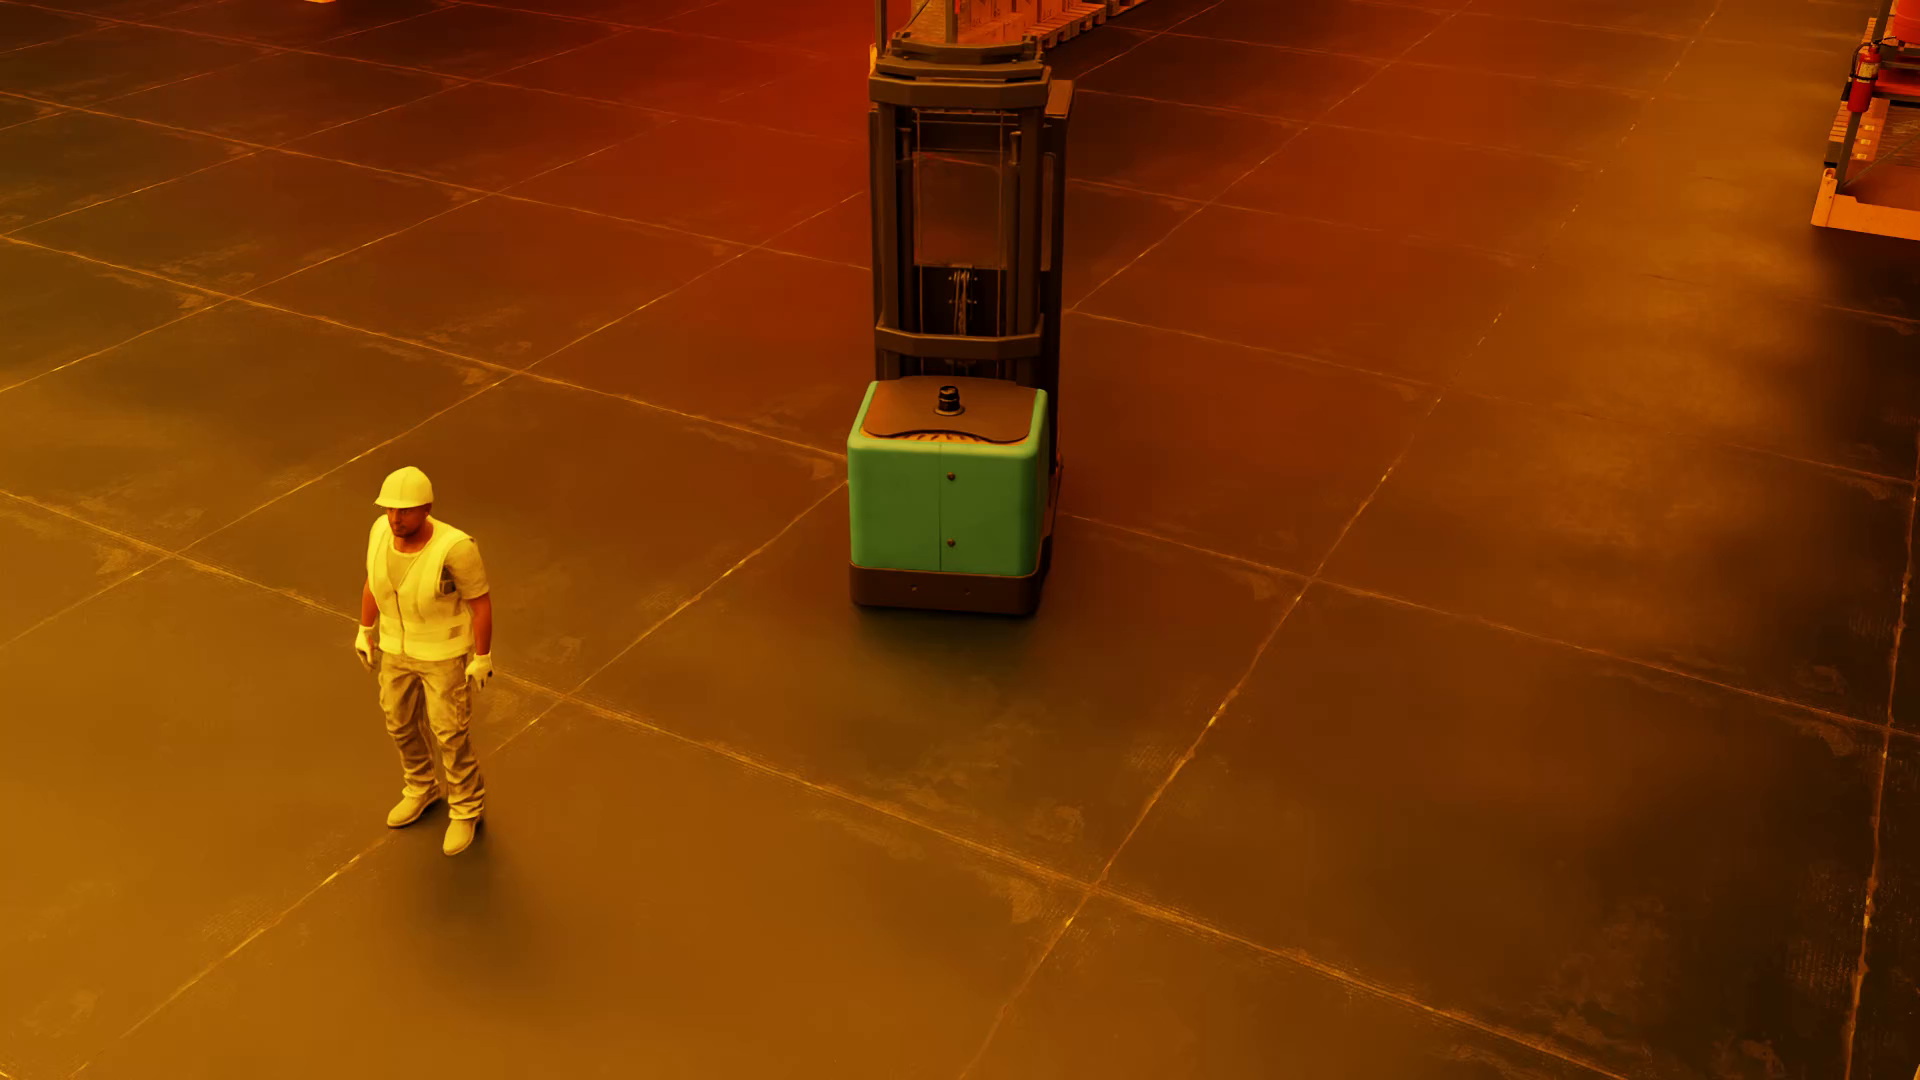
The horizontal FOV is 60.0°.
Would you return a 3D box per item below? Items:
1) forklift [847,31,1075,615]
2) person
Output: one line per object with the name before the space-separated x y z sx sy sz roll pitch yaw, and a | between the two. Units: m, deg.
forklift | 0.072 -1.572 9.794 1.130 2.935 3.031 3 30 6
person | -2.389 0.517 7.343 0.649 1.801 0.502 11 32 18
